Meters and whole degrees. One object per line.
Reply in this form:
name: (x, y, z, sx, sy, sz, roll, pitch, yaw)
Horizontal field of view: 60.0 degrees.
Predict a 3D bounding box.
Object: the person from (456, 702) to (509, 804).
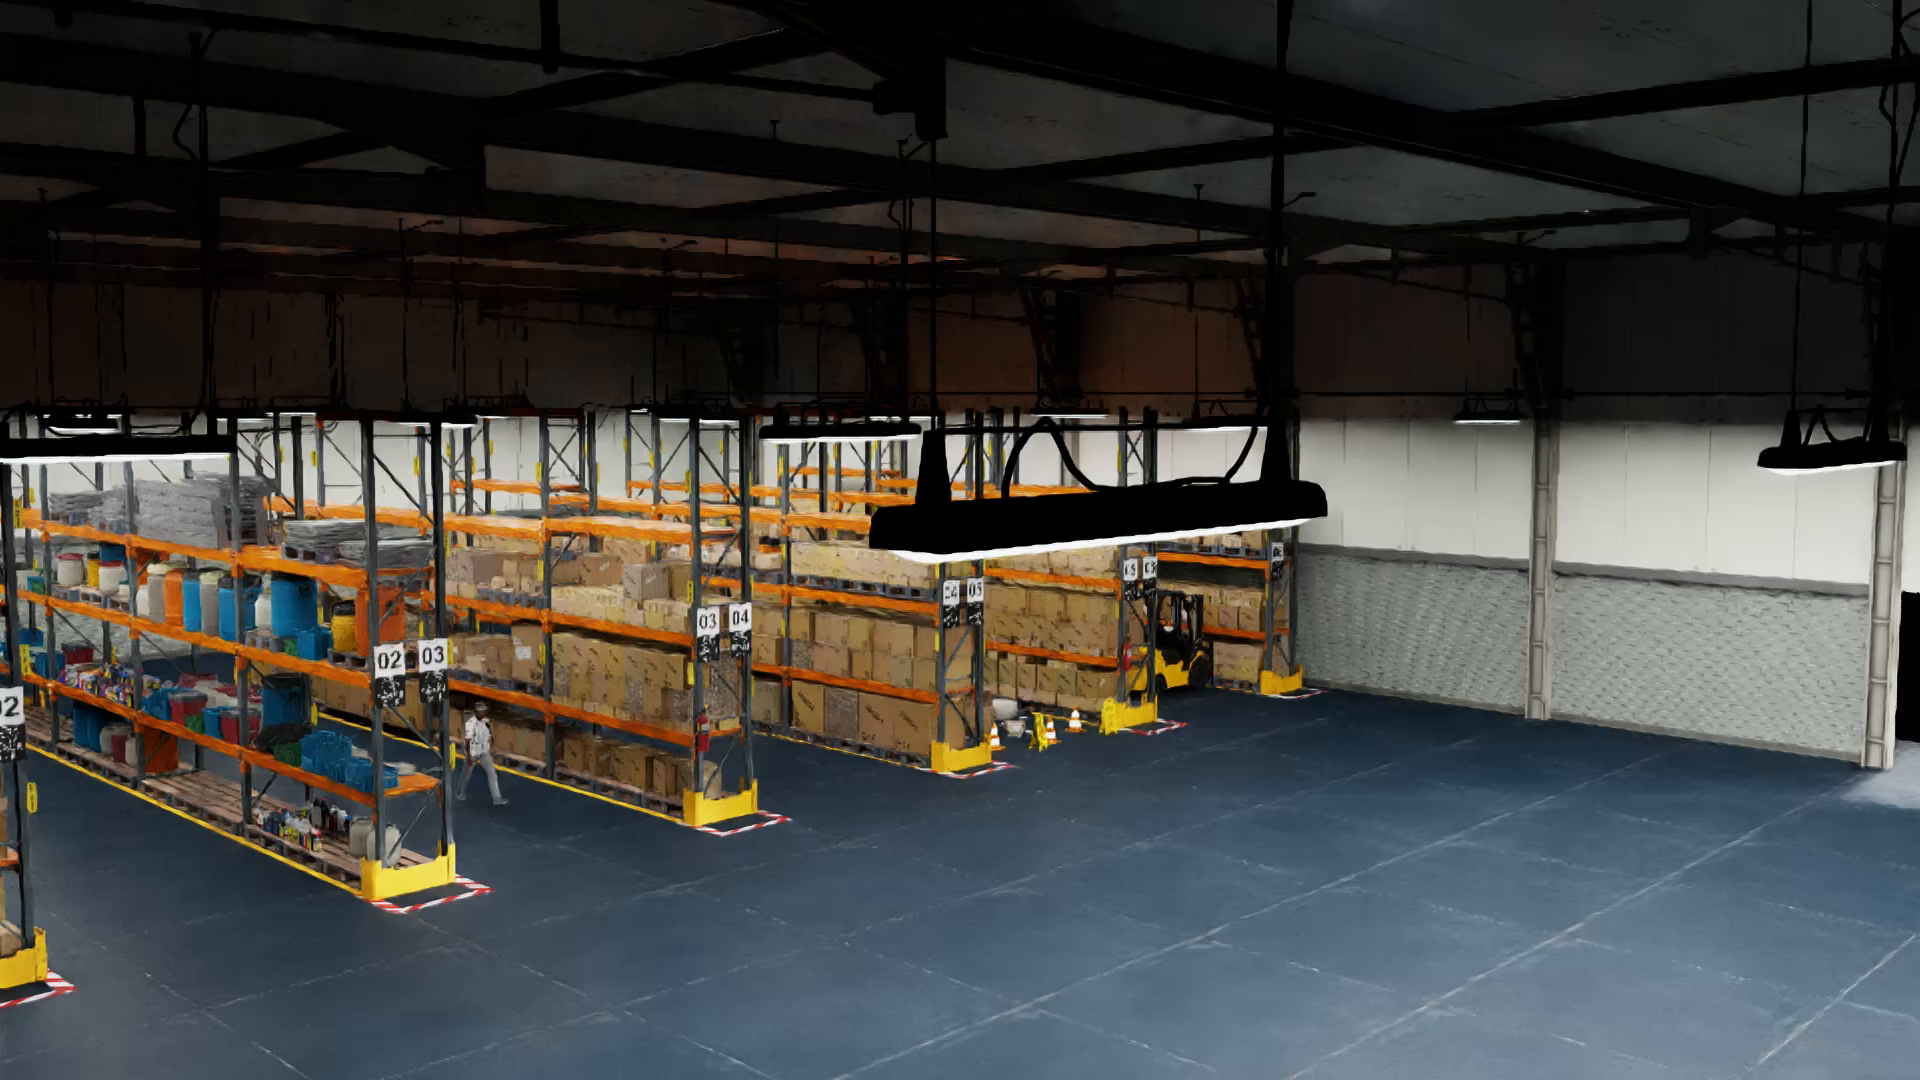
person: (-7.396, 3.257, 25.538, 1.088, 1.587, 0.455, 5, 7, 42)
